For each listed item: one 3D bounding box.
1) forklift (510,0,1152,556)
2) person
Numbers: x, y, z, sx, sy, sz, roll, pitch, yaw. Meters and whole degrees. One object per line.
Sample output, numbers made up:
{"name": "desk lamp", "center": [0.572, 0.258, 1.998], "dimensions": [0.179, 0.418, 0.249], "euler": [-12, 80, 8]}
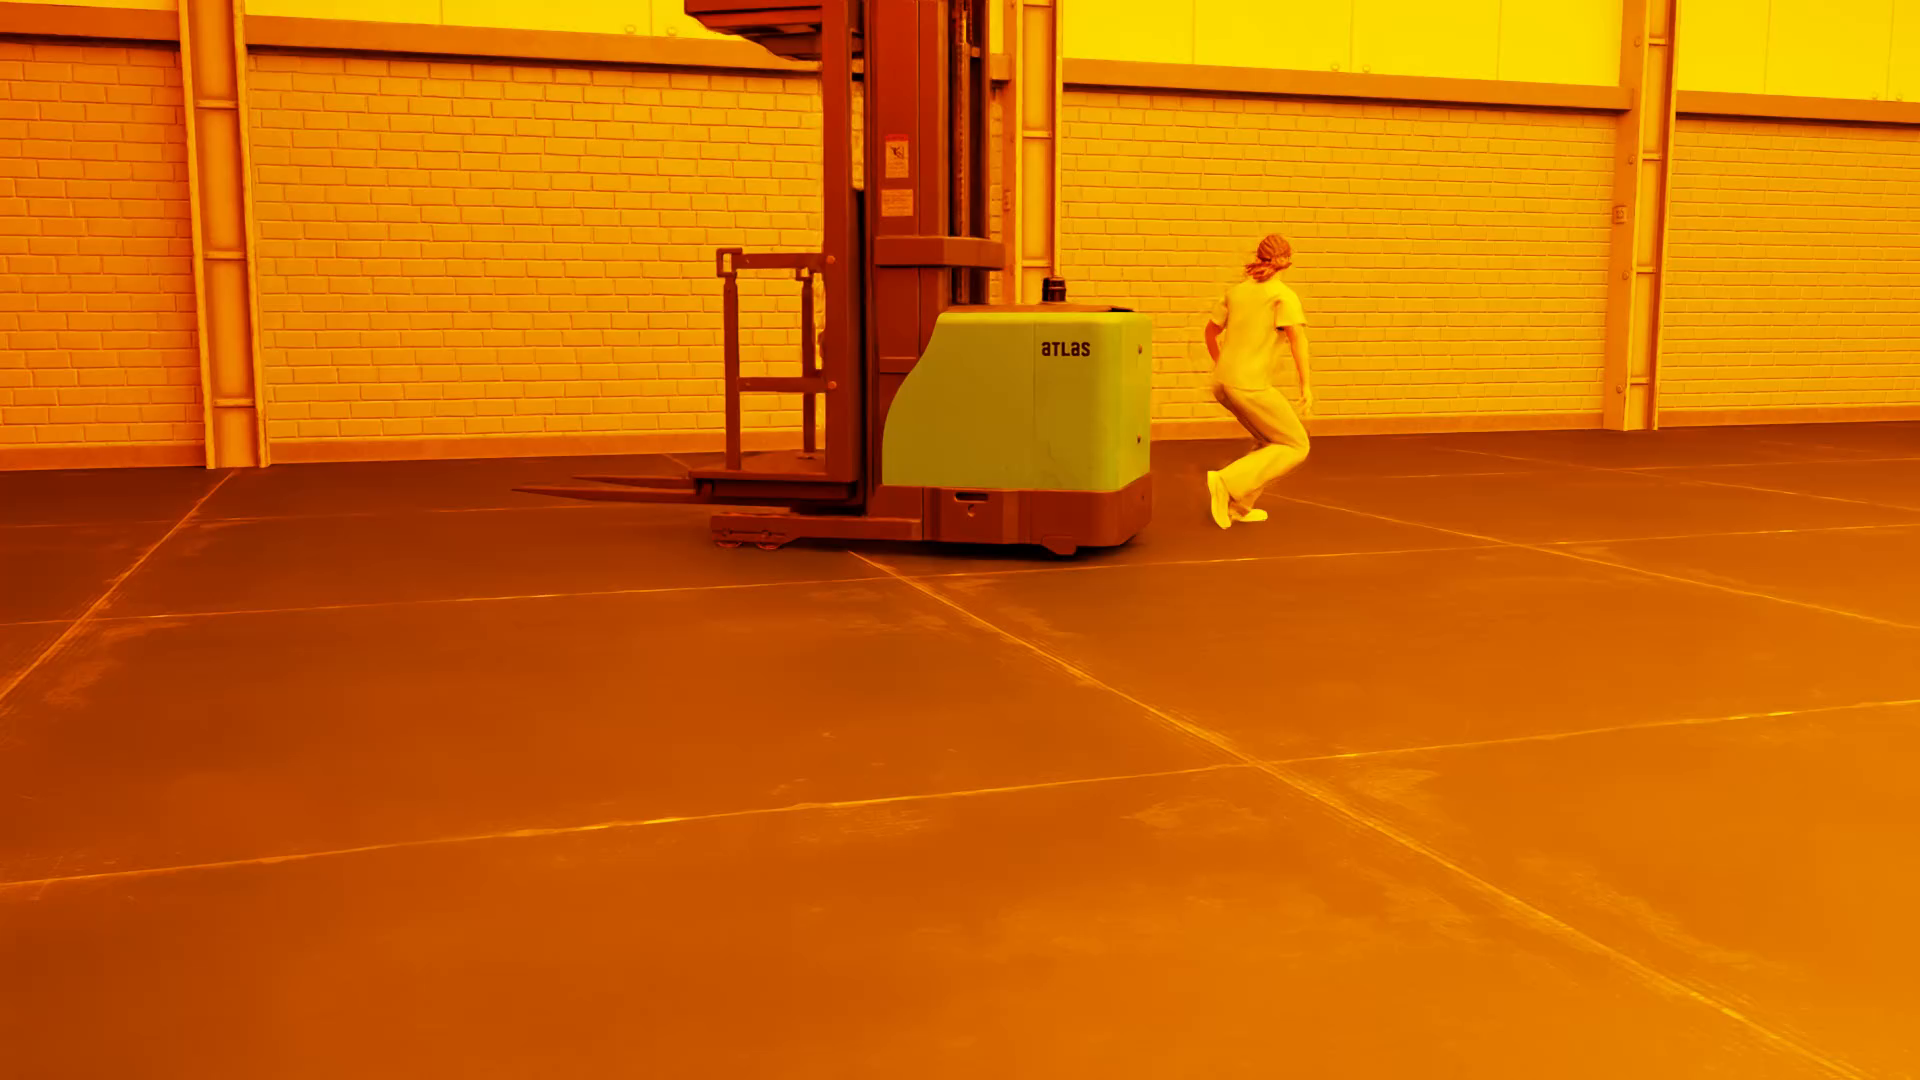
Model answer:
{"name": "forklift", "center": [-0.648, -1.470, 7.858], "dimensions": [3.031, 2.935, 1.130], "euler": [2, 8, 15]}
{"name": "person", "center": [1.483, -0.802, 8.411], "dimensions": [0.584, 1.481, 0.799], "euler": [-3, 8, -23]}
